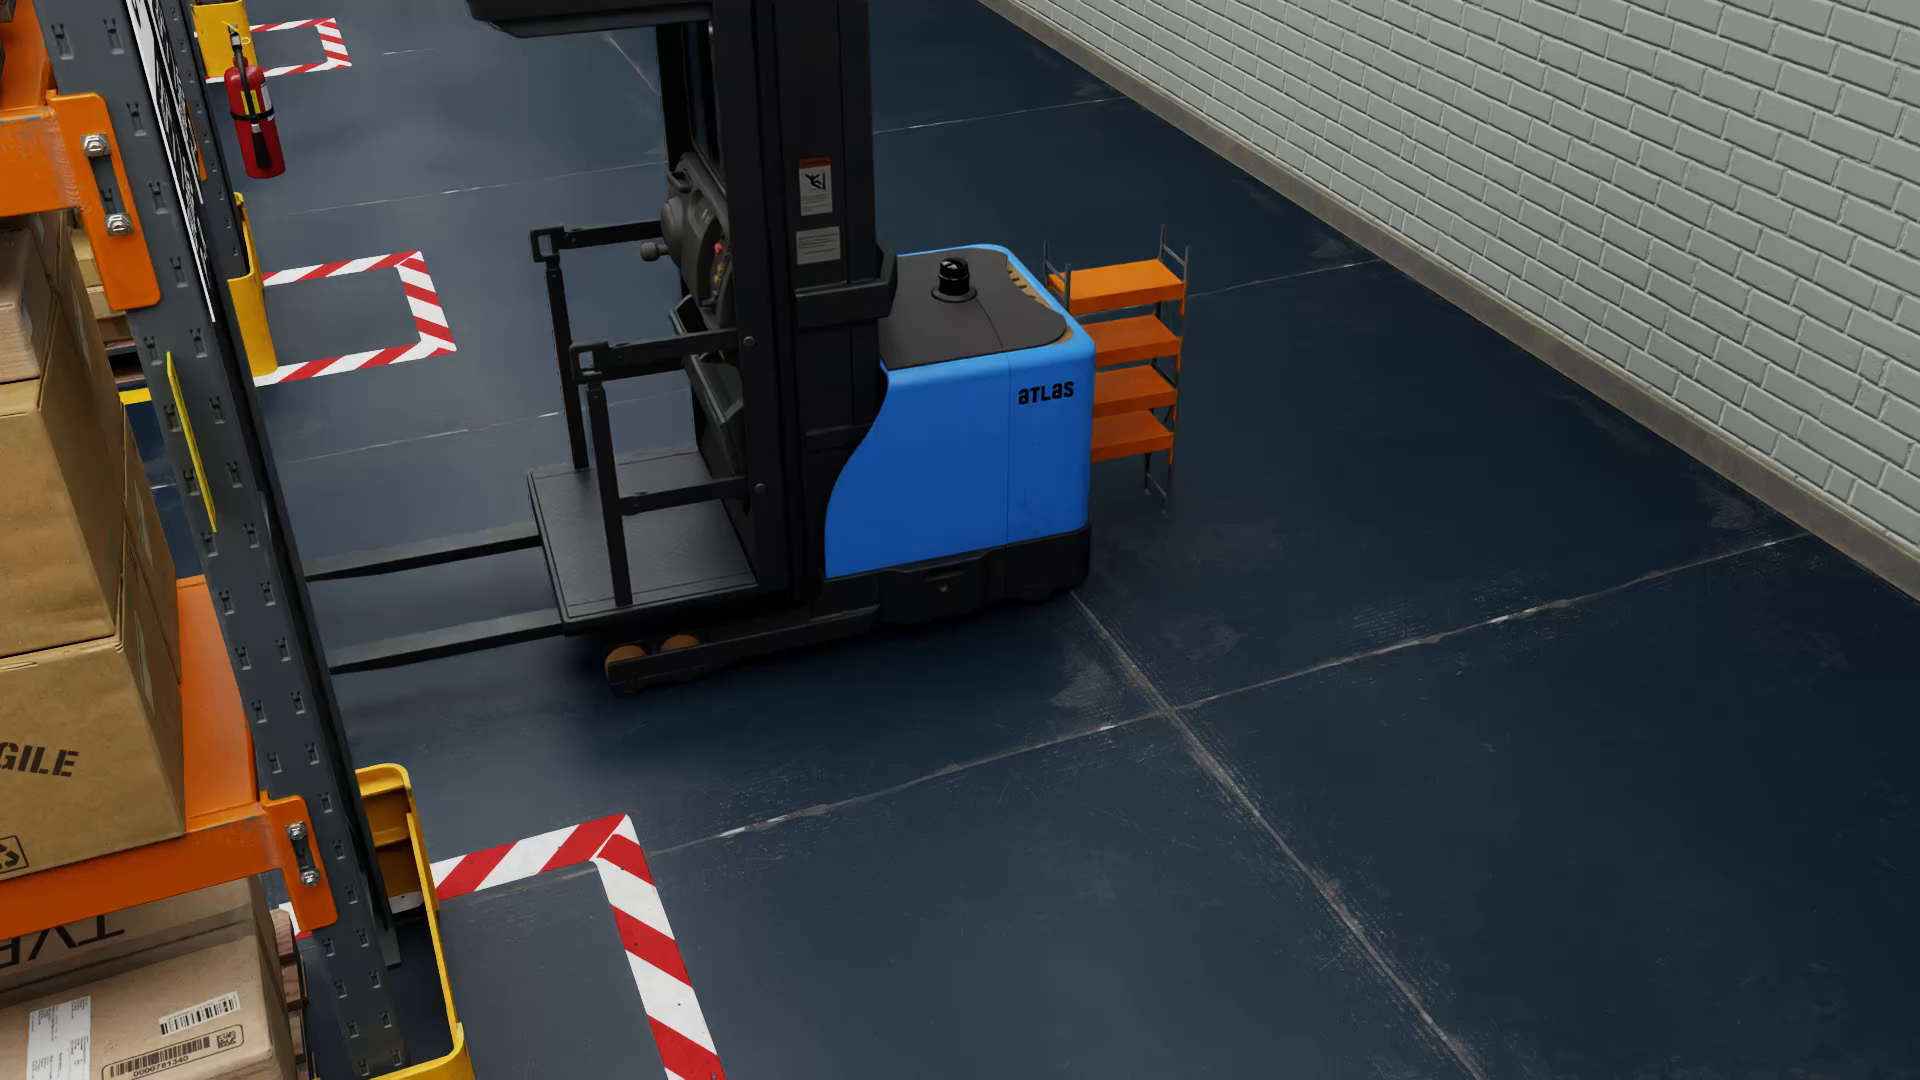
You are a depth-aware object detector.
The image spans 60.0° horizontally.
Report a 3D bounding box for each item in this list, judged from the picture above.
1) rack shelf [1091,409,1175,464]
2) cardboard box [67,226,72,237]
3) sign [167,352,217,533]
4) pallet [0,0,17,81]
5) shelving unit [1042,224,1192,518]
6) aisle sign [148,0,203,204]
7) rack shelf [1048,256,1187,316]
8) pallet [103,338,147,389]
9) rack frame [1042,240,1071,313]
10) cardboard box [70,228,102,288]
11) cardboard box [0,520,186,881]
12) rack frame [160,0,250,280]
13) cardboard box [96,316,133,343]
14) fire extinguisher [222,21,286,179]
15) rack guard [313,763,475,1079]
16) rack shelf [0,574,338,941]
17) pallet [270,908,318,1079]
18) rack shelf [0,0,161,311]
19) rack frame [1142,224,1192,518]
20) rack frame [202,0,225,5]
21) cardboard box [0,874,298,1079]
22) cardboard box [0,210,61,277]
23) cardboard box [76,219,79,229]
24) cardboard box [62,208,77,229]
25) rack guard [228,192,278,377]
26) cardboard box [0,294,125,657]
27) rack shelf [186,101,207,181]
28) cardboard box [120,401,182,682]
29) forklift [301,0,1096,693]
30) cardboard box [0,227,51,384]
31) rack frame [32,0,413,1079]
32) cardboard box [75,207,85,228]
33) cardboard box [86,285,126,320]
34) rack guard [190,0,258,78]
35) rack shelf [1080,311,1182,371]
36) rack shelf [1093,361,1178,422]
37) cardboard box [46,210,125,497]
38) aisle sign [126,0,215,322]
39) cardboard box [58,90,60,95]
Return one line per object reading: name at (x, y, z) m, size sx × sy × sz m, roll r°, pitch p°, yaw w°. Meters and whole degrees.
rack shelf at (0.593, -0.390, 6.737) m, size 0.480 × 0.148 × 0.258 m, roll -11°, pitch 35°, yaw -16°
cardboard box at (-4.230, -1.300, 7.680) m, size 0.250 × 0.149 × 0.380 m, roll -12°, pitch 35°, yaw -18°
sign at (-1.379, -0.173, 2.987) m, size 0.005 × 0.325 × 0.100 m, roll -13°, pitch 35°, yaw -19°
pallet at (-2.257, -0.923, 2.749) m, size 1.213 × 0.211 × 1.003 m, roll -13°, pitch 35°, yaw -19°
shelving unit at (0.593, -0.613, 6.592) m, size 0.503 × 1.200 × 0.258 m, roll -11°, pitch 35°, yaw -16°
aisle sign at (-1.623, -1.115, 3.330) m, size 0.004 × 0.787 × 0.394 m, roll -13°, pitch 35°, yaw -19°
rack shelf at (0.593, -0.943, 6.378) m, size 0.480 × 0.148 × 0.258 m, roll -11°, pitch 35°, yaw -16°
pallet at (-4.419, -0.994, 8.084) m, size 1.213 × 0.211 × 1.003 m, roll -13°, pitch 35°, yaw -19°
rack frame at (0.363, -0.569, 6.525) m, size 0.015 × 1.200 × 0.240 m, roll -11°, pitch 35°, yaw -16°
cardboard box at (-3.976, -1.324, 7.718) m, size 0.250 × 0.149 × 0.380 m, roll -12°, pitch 35°, yaw -18°
cardboard box at (-1.919, 0.328, 3.403) m, size 0.500 × 0.500 × 0.500 m, roll -13°, pitch 35°, yaw -19°
rack frame at (-3.586, -2.333, 7.584) m, size 0.127 × 3.000 × 1.000 m, roll -13°, pitch 35°, yaw -19°
cardboard box at (-3.991, -1.098, 7.915) m, size 0.250 × 0.149 × 0.380 m, roll -12°, pitch 35°, yaw -18°
fire extinguisher at (-3.175, -1.965, 7.432) m, size 0.183 × 0.674 × 0.296 m, roll -13°, pitch 35°, yaw -19°
rack guard at (-1.554, 1.178, 4.481) m, size 0.348 × 0.500 × 1.175 m, roll -13°, pitch 35°, yaw -19°
rack shelf at (-3.421, 0.859, 3.339) m, size 4.000 × 0.370 × 1.077 m, roll -13°, pitch 35°, yaw -19°
pallet at (-2.284, 1.512, 4.232) m, size 1.213 × 0.211 × 1.003 m, roll -13°, pitch 35°, yaw -19°
rack shelf at (-3.421, -0.398, 2.521) m, size 4.000 × 0.370 × 1.077 m, roll -13°, pitch 35°, yaw -19°
rack frame at (0.824, -0.657, 6.660) m, size 0.015 × 1.200 × 0.240 m, roll -11°, pitch 35°, yaw -16°
rack frame at (-5.413, -4.848, 11.450) m, size 0.127 × 3.000 × 1.000 m, roll -13°, pitch 35°, yaw -19°
cardboard box at (-2.146, 1.223, 4.084) m, size 0.875 × 0.438 × 0.875 m, roll -14°, pitch 36°, yaw -21°
cardboard box at (-2.011, -0.662, 3.414) m, size 0.250 × 0.149 × 0.380 m, roll -12°, pitch 35°, yaw -18°
cardboard box at (-4.443, -1.427, 8.149) m, size 0.250 × 0.149 × 0.380 m, roll -13°, pitch 35°, yaw -19°
cardboard box at (-4.408, -1.504, 7.995) m, size 0.250 × 0.149 × 0.380 m, roll -12°, pitch 35°, yaw -18°
rack guard at (-3.656, -1.269, 8.241) m, size 0.348 × 0.500 × 1.175 m, roll -13°, pitch 35°, yaw -19°
cardboard box at (-1.929, -0.104, 3.151) m, size 0.500 × 0.500 × 0.500 m, roll -12°, pitch 35°, yaw -17°
rack shelf at (-5.430, -1.609, 7.132) m, size 4.000 × 0.370 × 1.077 m, roll -13°, pitch 35°, yaw -19°
cardboard box at (-2.130, 0.050, 3.831) m, size 0.500 × 0.500 × 0.500 m, roll -13°, pitch 35°, yaw -19°
forklift at (-1.075, -1.010, 5.615) m, size 3.031 × 2.935 × 1.130 m, roll -11°, pitch 35°, yaw -16°
cardboard box at (-1.830, -0.421, 3.044) m, size 0.250 × 0.149 × 0.380 m, roll -12°, pitch 35°, yaw -18°
rack frame at (-1.577, 0.135, 3.792) m, size 0.127 × 3.000 × 1.000 m, roll -13°, pitch 35°, yaw -19°
cardboard box at (-4.201, -1.623, 8.178) m, size 0.250 × 0.149 × 0.380 m, roll -15°, pitch 36°, yaw -21°
cardboard box at (-3.962, -1.183, 7.774) m, size 0.250 × 0.149 × 0.380 m, roll -14°, pitch 36°, yaw -20°
rack guard at (-5.391, -3.805, 12.140) m, size 0.348 × 0.500 × 1.175 m, roll -13°, pitch 35°, yaw -19°
rack shelf at (0.593, -0.744, 6.507) m, size 0.480 × 0.148 × 0.258 m, roll -11°, pitch 35°, yaw -16°
rack shelf at (0.593, -0.557, 6.629) m, size 0.480 × 0.148 × 0.258 m, roll -11°, pitch 35°, yaw -16°
cardboard box at (-2.129, -0.368, 3.556) m, size 0.500 × 0.500 × 0.500 m, roll -14°, pitch 35°, yaw -20°
aisle sign at (-1.390, -0.814, 2.866) m, size 0.004 × 0.787 × 0.394 m, roll -13°, pitch 35°, yaw -19°
cardboard box at (-4.021, -1.983, 7.277) m, size 0.250 × 0.149 × 0.380 m, roll -13°, pitch 35°, yaw -19°
